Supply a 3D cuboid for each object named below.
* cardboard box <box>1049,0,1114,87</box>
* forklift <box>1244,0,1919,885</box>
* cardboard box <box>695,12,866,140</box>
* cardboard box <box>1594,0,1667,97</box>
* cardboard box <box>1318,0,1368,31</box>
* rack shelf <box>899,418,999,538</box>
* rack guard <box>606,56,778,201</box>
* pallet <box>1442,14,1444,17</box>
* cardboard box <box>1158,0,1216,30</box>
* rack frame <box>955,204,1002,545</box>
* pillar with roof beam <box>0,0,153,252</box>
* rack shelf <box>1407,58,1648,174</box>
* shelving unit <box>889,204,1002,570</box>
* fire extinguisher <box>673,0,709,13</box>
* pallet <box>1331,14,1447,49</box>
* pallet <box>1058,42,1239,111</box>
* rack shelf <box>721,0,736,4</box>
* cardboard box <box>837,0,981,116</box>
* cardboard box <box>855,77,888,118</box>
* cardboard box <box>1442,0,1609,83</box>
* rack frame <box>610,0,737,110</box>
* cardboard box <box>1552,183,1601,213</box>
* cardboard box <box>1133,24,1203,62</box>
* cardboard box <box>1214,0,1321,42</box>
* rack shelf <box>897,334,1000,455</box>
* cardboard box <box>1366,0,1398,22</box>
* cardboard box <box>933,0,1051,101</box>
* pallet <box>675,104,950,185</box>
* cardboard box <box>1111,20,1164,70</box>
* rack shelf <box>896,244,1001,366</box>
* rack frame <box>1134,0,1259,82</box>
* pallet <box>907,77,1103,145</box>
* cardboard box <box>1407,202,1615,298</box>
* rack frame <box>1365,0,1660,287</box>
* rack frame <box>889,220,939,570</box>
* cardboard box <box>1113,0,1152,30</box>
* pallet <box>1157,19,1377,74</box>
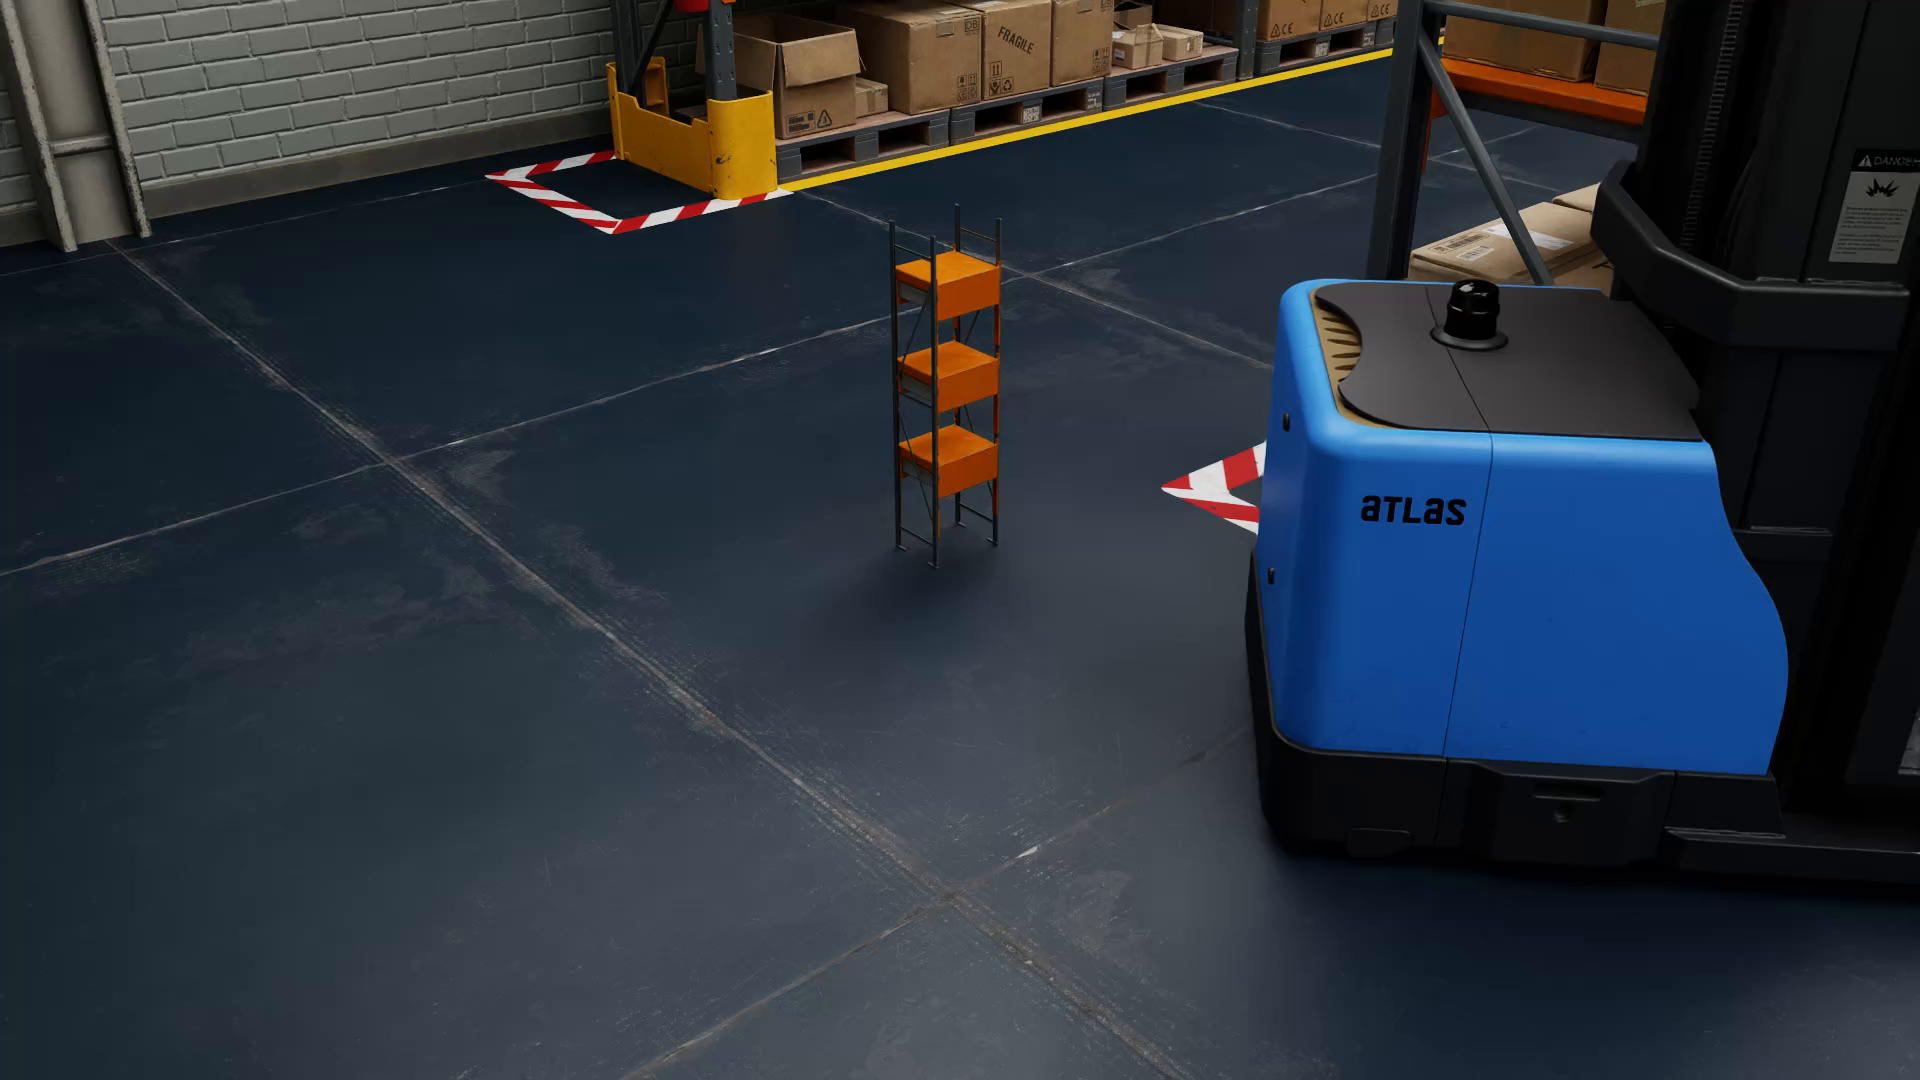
[{"bbox_3d":[0.500,-3.084,10.044,0.500,0.500,0.700,-23,36,-37],"label":"cardboard box"},{"bbox_3d":[2.261,-0.722,3.491,3.031,2.935,1.130,3,28,5],"label":"forklift"},{"bbox_3d":[-0.965,-2.520,8.986,0.637,0.503,0.797,-24,36,-37],"label":"cardboard box"},{"bbox_3d":[2.284,-1.592,4.940,0.500,0.500,0.500,-22,35,-35],"label":"cardboard box"},{"bbox_3d":[2.463,-3.823,11.427,0.500,0.500,0.500,-22,35,-36],"label":"cardboard box"},{"bbox_3d":[-0.041,-0.192,5.108,0.240,0.259,0.215,-22,35,-35],"label":"rack shelf"},{"bbox_3d":[-1.434,-2.203,8.843,0.348,0.500,1.175,-22,35,-35],"label":"rack guard"},{"bbox_3d":[4.001,-4.285,13.045,1.213,0.211,1.003,-22,35,-35],"label":"pallet"},{"bbox_3d":[1.732,-3.845,11.469,0.500,0.500,0.500,-22,35,-35],"label":"cardboard box"},{"bbox_3d":[0.052,-0.484,5.042,0.008,1.050,0.200,-22,35,-35],"label":"rack frame"},{"bbox_3d":[-1.334,-3.883,2.969,0.400,9.000,9.100,-22,35,-35],"label":"pillar with roof beam"},{"bbox_3d":[3.254,-1.799,6.196,4.000,0.370,1.077,-22,35,-35],"label":"rack shelf"},{"bbox_3d":[-0.041,-0.447,4.972,0.252,1.050,0.215,-22,35,-35],"label":"shelving unit"},{"bbox_3d":[-1.304,-2.873,7.922,0.183,0.674,0.296,-22,35,-35],"label":"fire extinguisher"},{"bbox_3d":[3.074,-3.914,12.350,1.213,0.211,1.003,-22,35,-35],"label":"pallet"},{"bbox_3d":[1.028,-3.067,10.765,1.213,0.211,1.003,-22,35,-35],"label":"pallet"},{"bbox_3d":[0.029,-3.577,9.525,4.000,0.370,1.077,-22,35,-35],"label":"rack shelf"},{"bbox_3d":[-0.290,-2.766,9.450,0.500,0.500,0.700,-20,34,-33],"label":"cardboard box"},{"bbox_3d":[-0.617,-2.480,9.287,0.250,0.149,0.380,-24,36,-37],"label":"cardboard box"},{"bbox_3d":[1.927,-1.791,5.312,0.500,0.500,0.500,-22,35,-35],"label":"cardboard box"},{"bbox_3d":[-1.492,-3.283,8.210,0.127,3.000,1.000,-22,35,-35],"label":"rack frame"},{"bbox_3d":[2.860,-1.080,6.361,0.875,0.438,0.875,-21,34,-34],"label":"cardboard box"},{"bbox_3d":[1.317,-3.158,10.557,0.250,0.149,0.380,-23,36,-36],"label":"cardboard box"},{"bbox_3d":[2.065,-3.656,11.116,0.500,0.500,0.500,-20,34,-33],"label":"cardboard box"},{"bbox_3d":[-0.041,-0.437,4.977,0.240,0.259,0.215,-22,35,-35],"label":"rack shelf"},{"bbox_3d":[2.846,-3.974,11.710,0.500,0.500,0.500,-23,36,-36],"label":"cardboard box"},{"bbox_3d":[0.177,-2.892,9.686,0.500,0.500,0.500,-21,35,-34],"label":"cardboard box"},{"bbox_3d":[-0.829,-2.320,9.368,1.213,0.211,1.003,-22,35,-35],"label":"pallet"},{"bbox_3d":[1.046,-3.101,10.325,0.258,0.266,0.396,-20,34,-33],"label":"cardboard box"},{"bbox_3d":[-0.041,-0.688,4.843,0.240,0.259,0.215,-22,35,-35],"label":"rack shelf"},{"bbox_3d":[1.551,-4.506,10.500,0.127,3.000,1.000,-22,35,-35],"label":"rack frame"},{"bbox_3d":[0.099,-2.691,10.063,1.213,0.211,1.003,-22,35,-35],"label":"pallet"},{"bbox_3d":[2.169,-0.797,5.832,0.875,0.438,0.875,-23,36,-37],"label":"cardboard box"},{"bbox_3d":[1.732,-1.504,4.882,0.127,3.000,1.000,-22,35,-35],"label":"rack frame"},{"bbox_3d":[-0.134,-0.409,4.902,0.008,1.050,0.200,-22,35,-35],"label":"rack frame"},{"bbox_3d":[0.895,-3.388,10.815,0.500,0.311,0.500,-20,34,-33],"label":"cardboard box"},{"bbox_3d":[2.145,-3.539,11.648,1.213,0.211,1.003,-22,35,-35],"label":"pallet"}]
